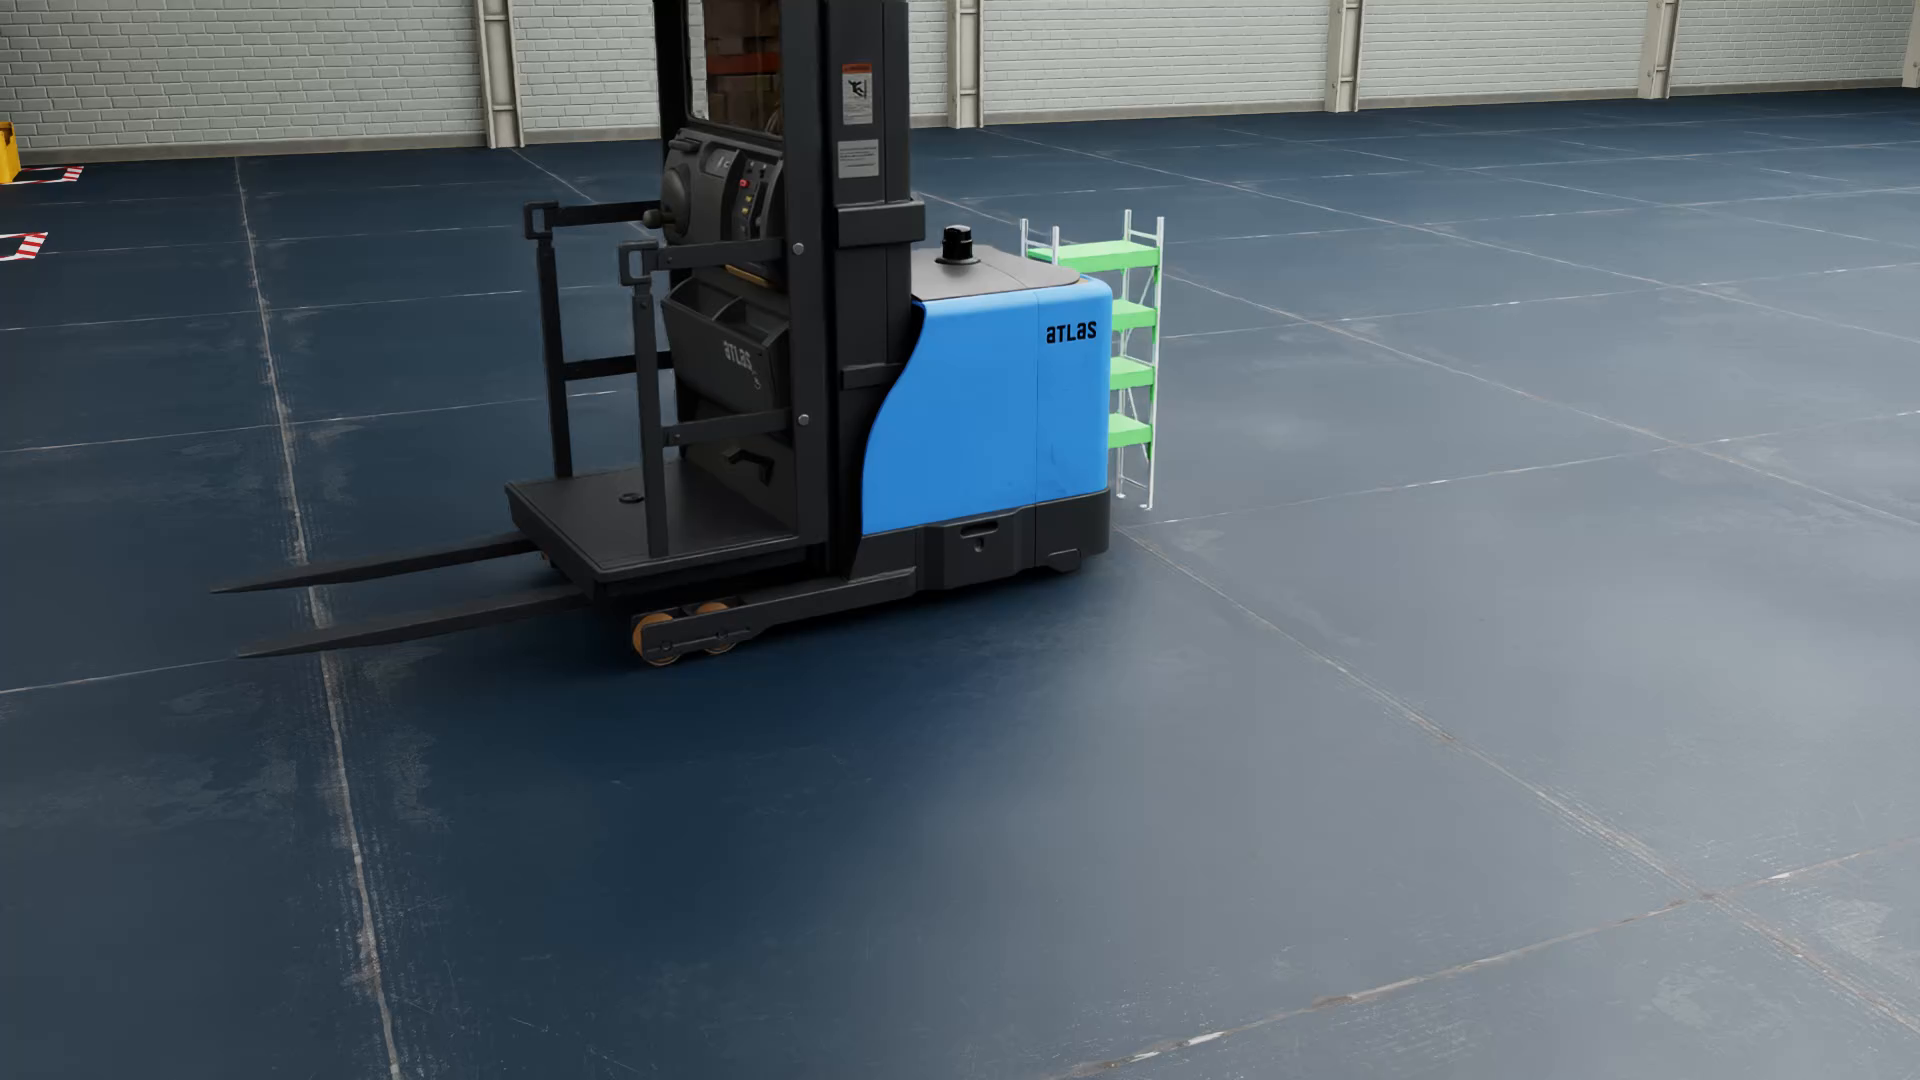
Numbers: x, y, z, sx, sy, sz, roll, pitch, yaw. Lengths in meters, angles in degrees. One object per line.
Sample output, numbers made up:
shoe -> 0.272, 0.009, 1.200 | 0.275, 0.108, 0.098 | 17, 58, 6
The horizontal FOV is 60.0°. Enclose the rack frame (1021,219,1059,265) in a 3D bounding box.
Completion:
rack frame -> 0.305, -0.643, 6.543 | 0.015, 1.200, 0.240 | -11, 22, -28

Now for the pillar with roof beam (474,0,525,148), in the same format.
pillar with roof beam -> -3.733, -7.646, 14.689 | 0.400, 9.000, 9.100 | -8, 21, -22

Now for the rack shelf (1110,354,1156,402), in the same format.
rack shelf -> 0.516, -0.624, 6.679 | 0.480, 0.148, 0.258 | -11, 22, -28

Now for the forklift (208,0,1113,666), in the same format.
forklift -> -0.976, -1.177, 5.451 | 3.031, 2.935, 1.130 | -11, 22, -28

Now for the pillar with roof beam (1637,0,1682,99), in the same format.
pillar with roof beam -> 12.795, -10.014, 21.414 | 0.400, 9.000, 9.100 | -8, 21, -22

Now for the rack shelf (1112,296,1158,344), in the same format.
rack shelf -> 0.516, -0.850, 6.599 | 0.480, 0.148, 0.258 | -11, 22, -28

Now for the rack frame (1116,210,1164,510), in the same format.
rack frame -> 0.728, -0.724, 6.773 | 0.015, 1.200, 0.240 | -11, 22, -28

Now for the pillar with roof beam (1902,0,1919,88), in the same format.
pillar with roof beam -> 18.304, -10.804, 23.656 | 0.400, 9.000, 9.100 | -8, 21, -22

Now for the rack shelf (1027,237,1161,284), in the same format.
rack shelf -> 0.516, -1.076, 6.520 | 0.480, 0.148, 0.258 | -11, 22, -28

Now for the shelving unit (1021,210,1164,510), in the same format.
shelving unit -> 0.516, -0.684, 6.658 | 0.503, 1.200, 0.258 | -11, 22, -28

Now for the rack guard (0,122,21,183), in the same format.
rack guard -> -9.929, -3.981, 17.076 | 0.348, 0.500, 1.175 | -8, 21, -22

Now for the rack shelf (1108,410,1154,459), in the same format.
rack shelf -> 0.516, -0.397, 6.759 | 0.480, 0.148, 0.258 | -11, 22, -28

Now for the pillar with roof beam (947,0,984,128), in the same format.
pillar with roof beam -> 1.777, -8.436, 16.931 | 0.400, 9.000, 9.100 | -8, 21, -22

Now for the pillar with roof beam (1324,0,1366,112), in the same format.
pillar with roof beam -> 7.286, -9.225, 19.173 | 0.400, 9.000, 9.100 | -8, 21, -22
